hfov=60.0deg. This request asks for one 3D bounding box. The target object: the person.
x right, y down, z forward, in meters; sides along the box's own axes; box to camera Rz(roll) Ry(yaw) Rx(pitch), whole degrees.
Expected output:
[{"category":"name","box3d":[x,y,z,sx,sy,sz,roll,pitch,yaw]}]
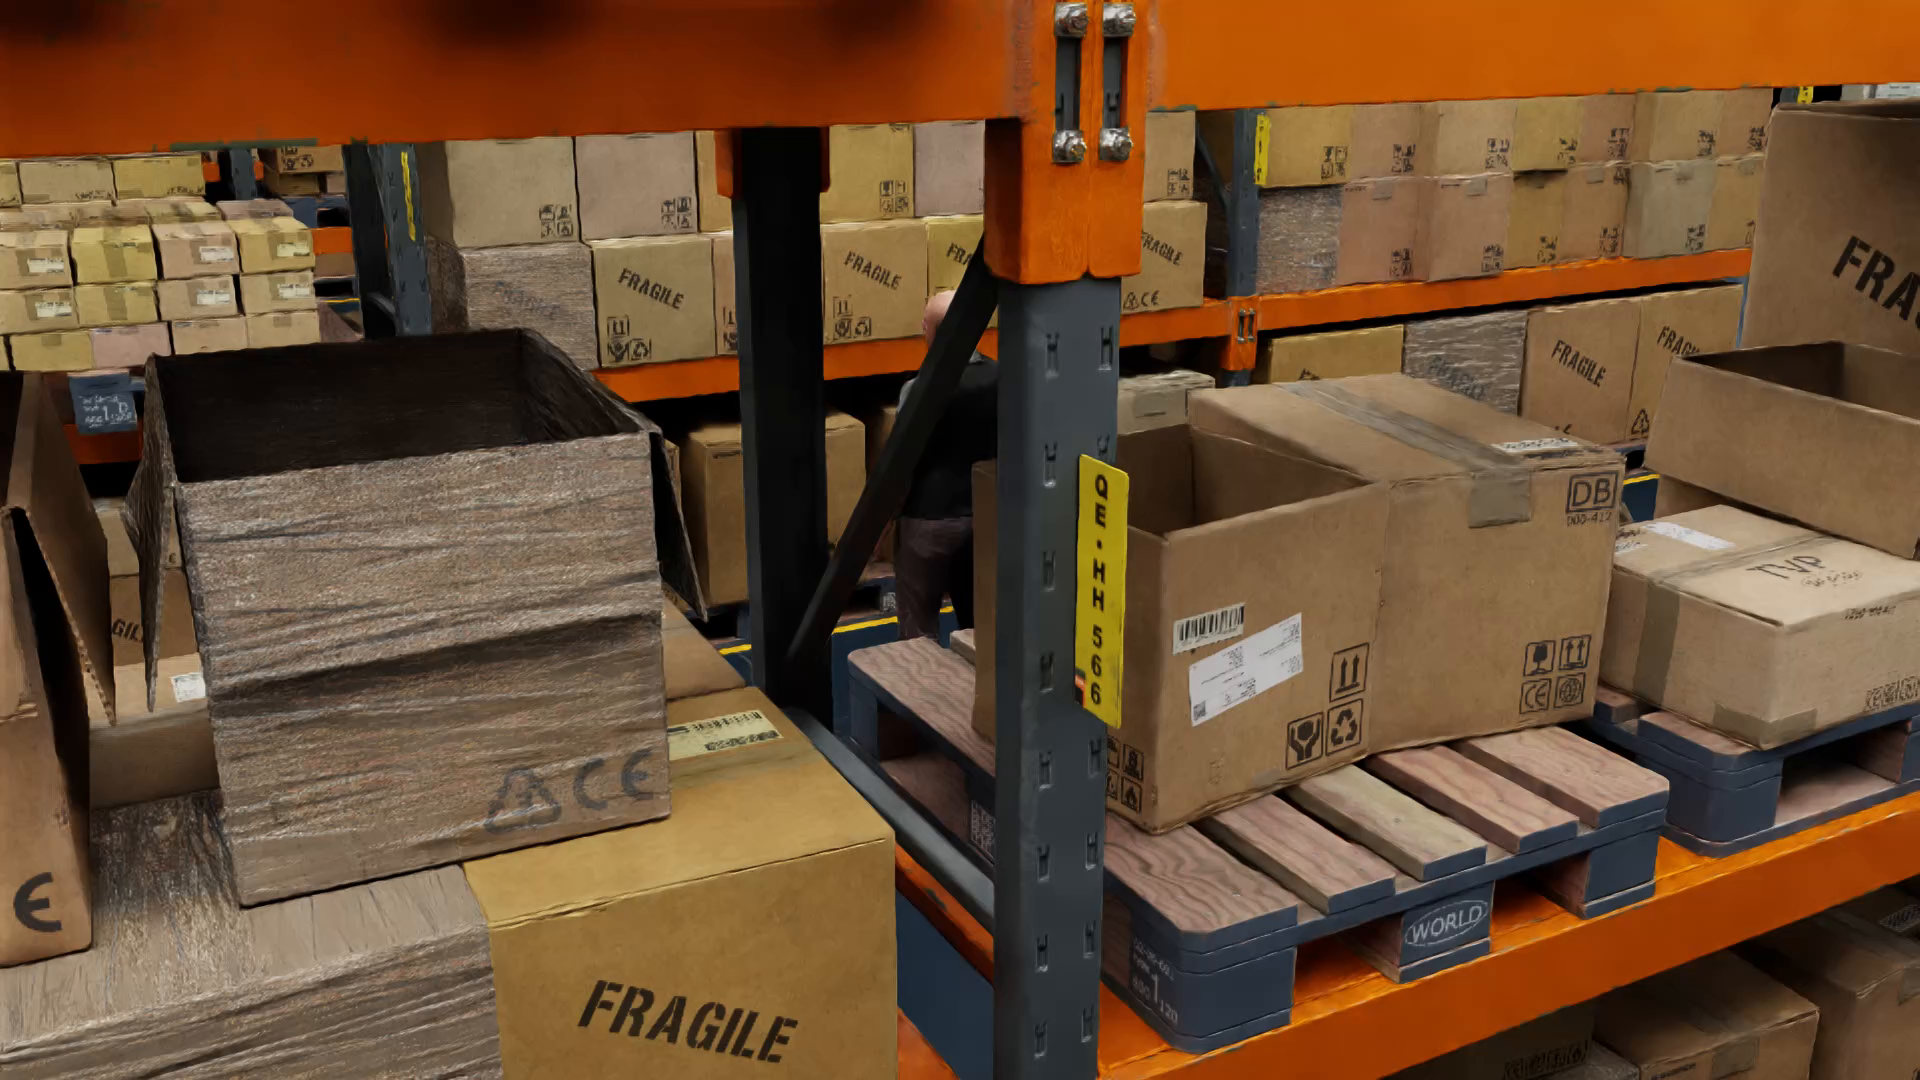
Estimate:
[{"category":"person","box3d":[-0.049,-0.072,6.241,0.582,1.732,0.390,-15,24,-38]}]
